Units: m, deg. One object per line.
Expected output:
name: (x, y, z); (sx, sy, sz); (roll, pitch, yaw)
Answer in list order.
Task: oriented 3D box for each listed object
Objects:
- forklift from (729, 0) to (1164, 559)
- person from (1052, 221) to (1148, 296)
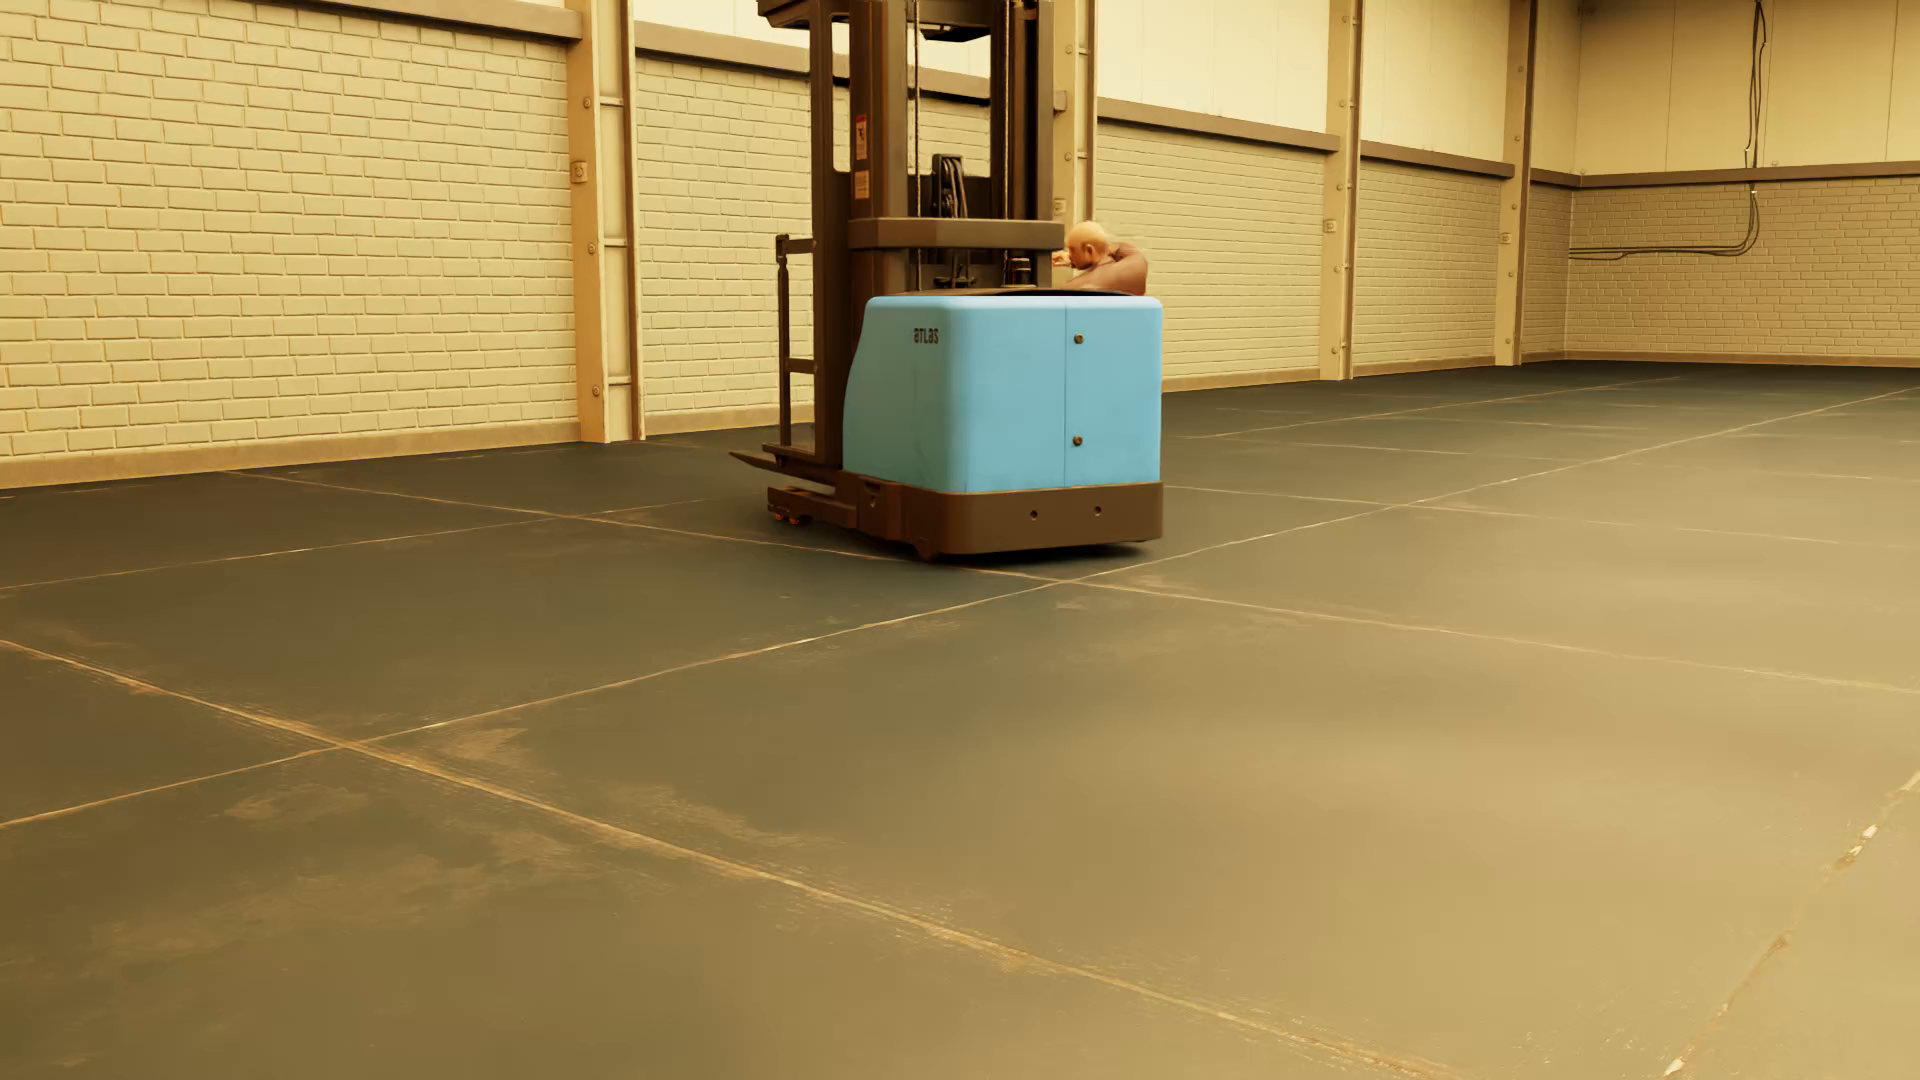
forklift: (-0.278, -1.546, 7.848); (1.130, 2.935, 3.031); (-4, 9, -27)
person: (0.603, -0.993, 9.138); (0.958, 1.478, 1.052); (2, 9, 12)
